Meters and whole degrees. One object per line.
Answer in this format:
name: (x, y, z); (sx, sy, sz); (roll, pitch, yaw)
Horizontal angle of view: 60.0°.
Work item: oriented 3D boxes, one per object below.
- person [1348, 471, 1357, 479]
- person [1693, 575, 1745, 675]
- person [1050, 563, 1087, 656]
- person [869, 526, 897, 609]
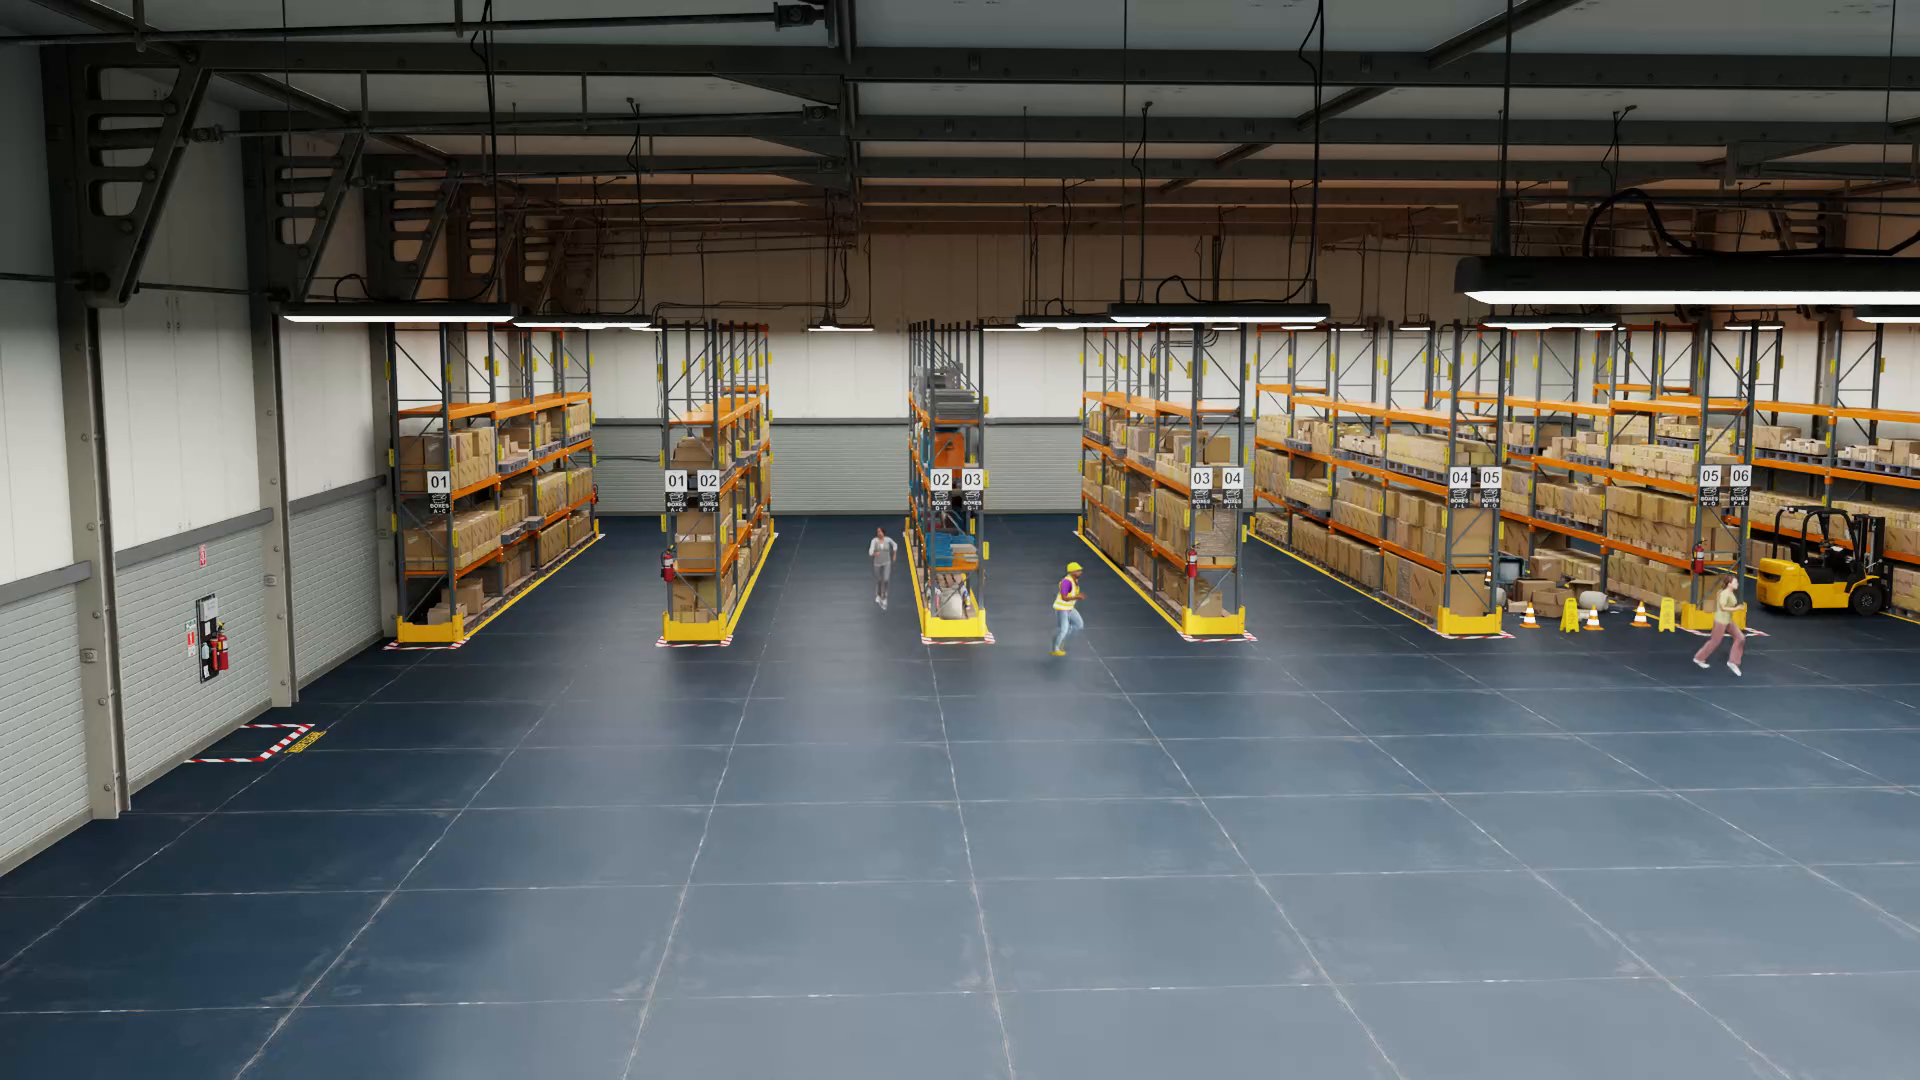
person: (11.627, -1.213, 49.398); (0.940, 1.662, 0.568); (-2, 7, -19)
person: (12.892, 1.424, 28.217); (0.822, 1.702, 0.599); (6, 9, 40)
person: (1.946, 1.229, 29.539); (0.762, 1.687, 0.684); (4, 8, 29)
person: (-1.545, 0.544, 33.323); (0.545, 1.655, 0.785); (0, 7, 0)
